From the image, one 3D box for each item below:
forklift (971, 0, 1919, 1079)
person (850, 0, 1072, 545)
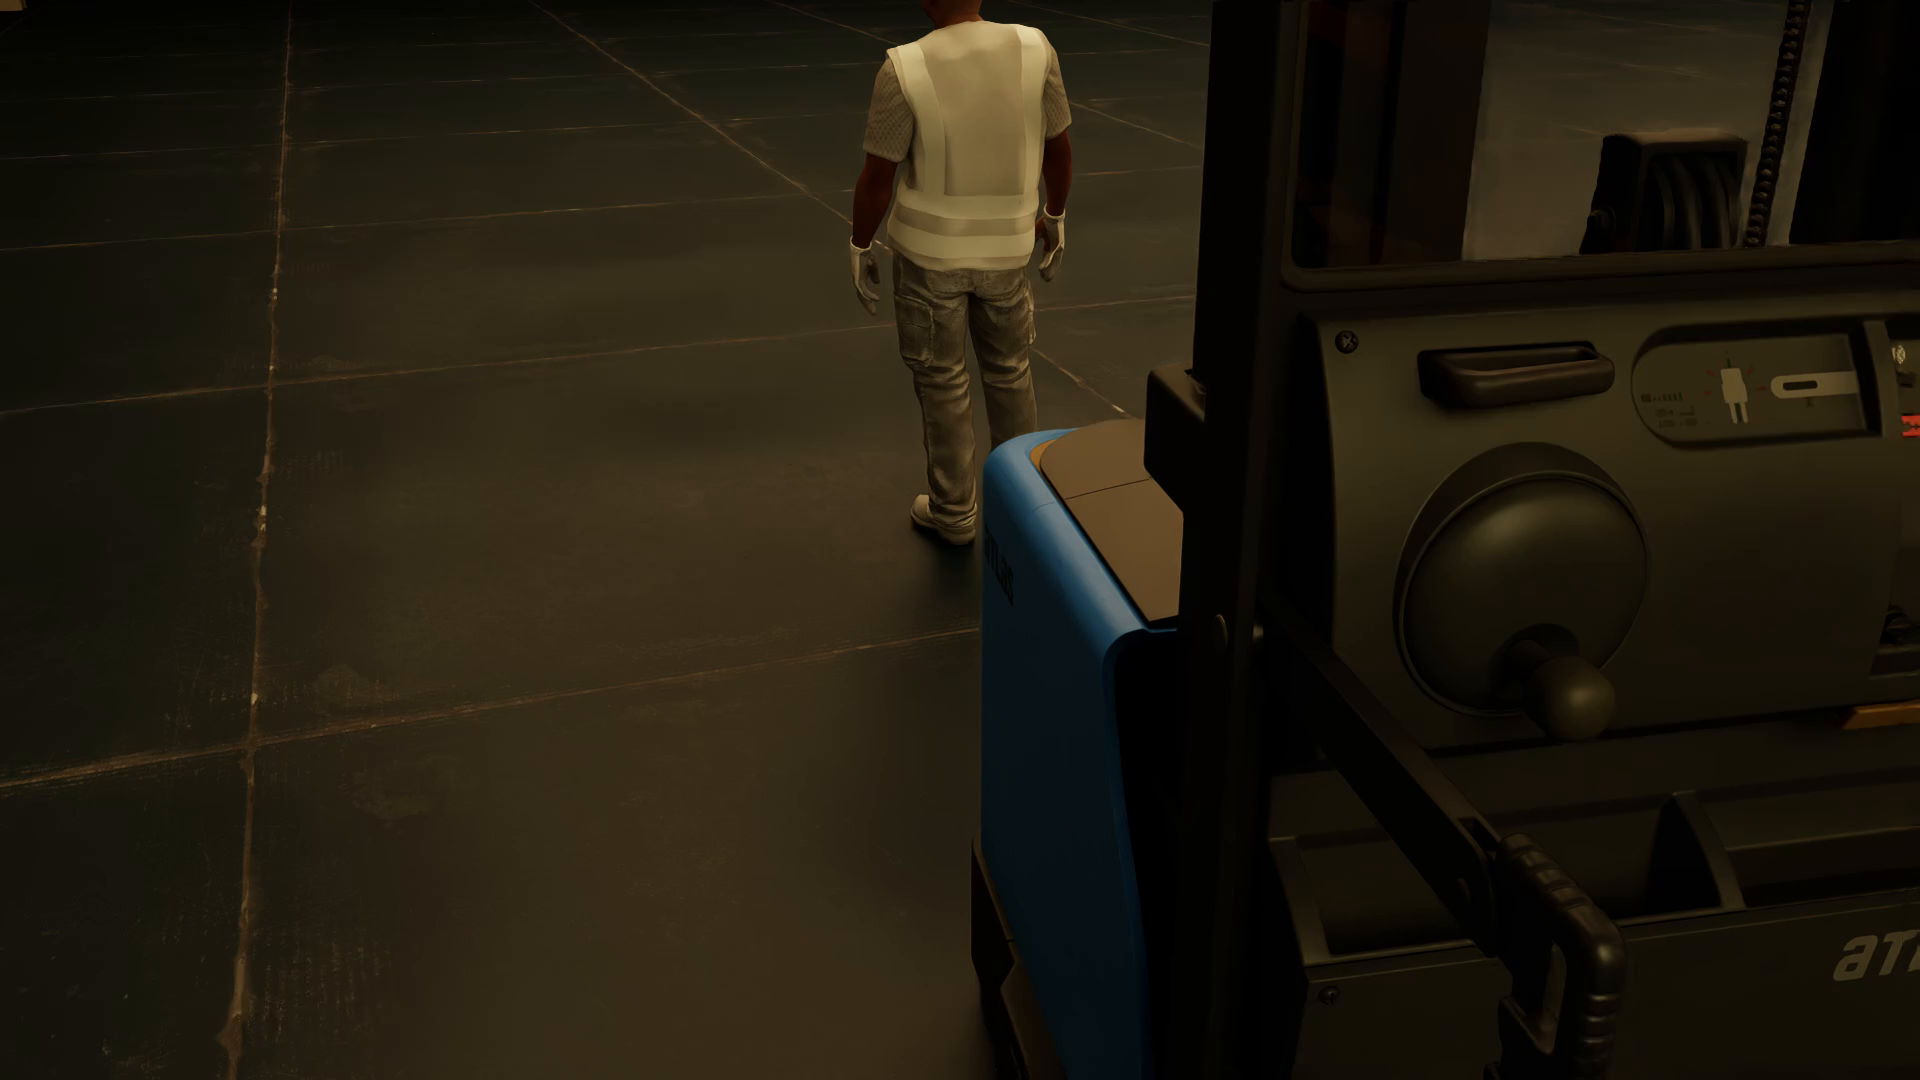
[{"bbox_3d":[0.812,-0.016,1.337,1.130,2.935,3.031,-4,23,-10],"label":"forklift"},{"bbox_3d":[-0.016,-0.856,4.796,0.656,1.782,0.577,-8,24,-18],"label":"person"}]
